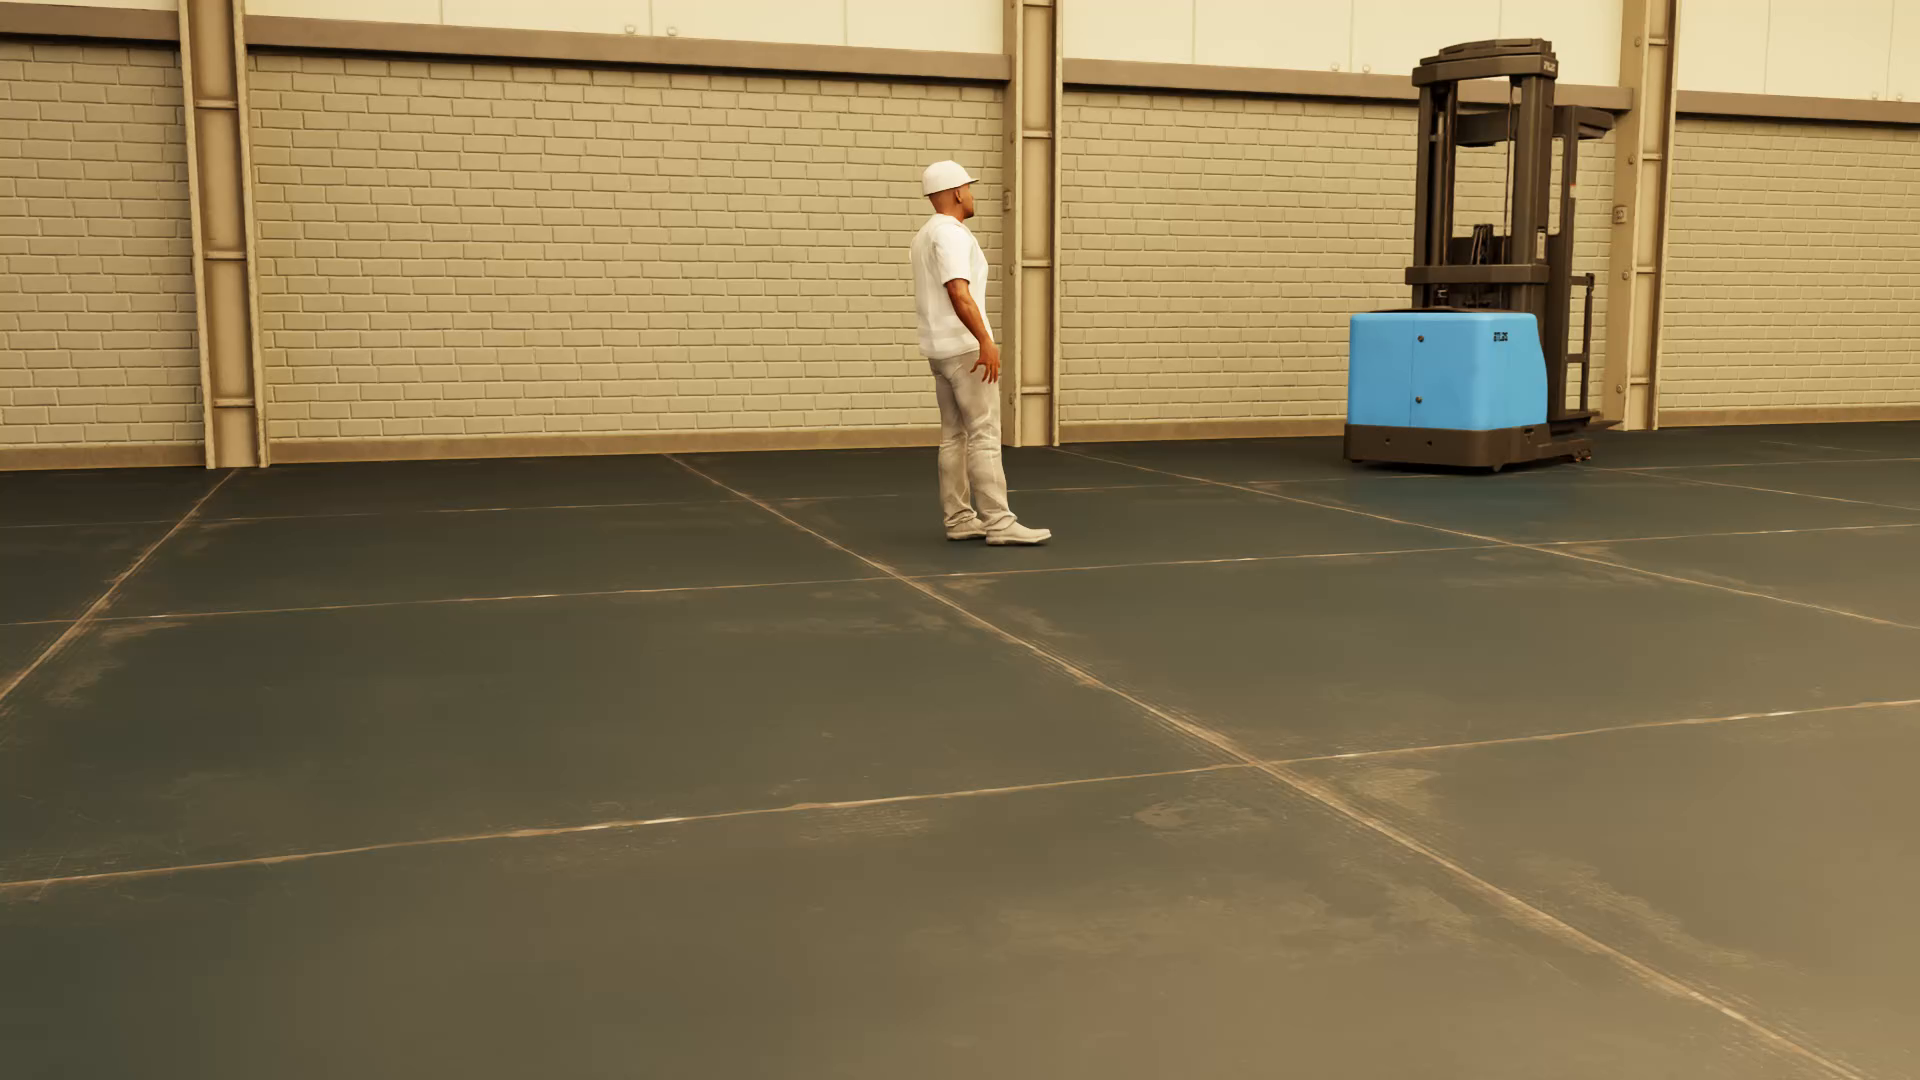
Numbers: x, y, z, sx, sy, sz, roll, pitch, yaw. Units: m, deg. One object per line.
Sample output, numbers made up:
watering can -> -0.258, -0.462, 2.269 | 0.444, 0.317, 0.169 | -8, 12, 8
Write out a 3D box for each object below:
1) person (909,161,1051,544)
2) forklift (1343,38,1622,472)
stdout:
person -> 0.068, -0.885, 7.820 | 0.577, 1.765, 0.665 | -3, 8, -18
forklift -> 4.018, -2.054, 12.151 | 1.130, 2.935, 3.031 | 7, 10, 41
